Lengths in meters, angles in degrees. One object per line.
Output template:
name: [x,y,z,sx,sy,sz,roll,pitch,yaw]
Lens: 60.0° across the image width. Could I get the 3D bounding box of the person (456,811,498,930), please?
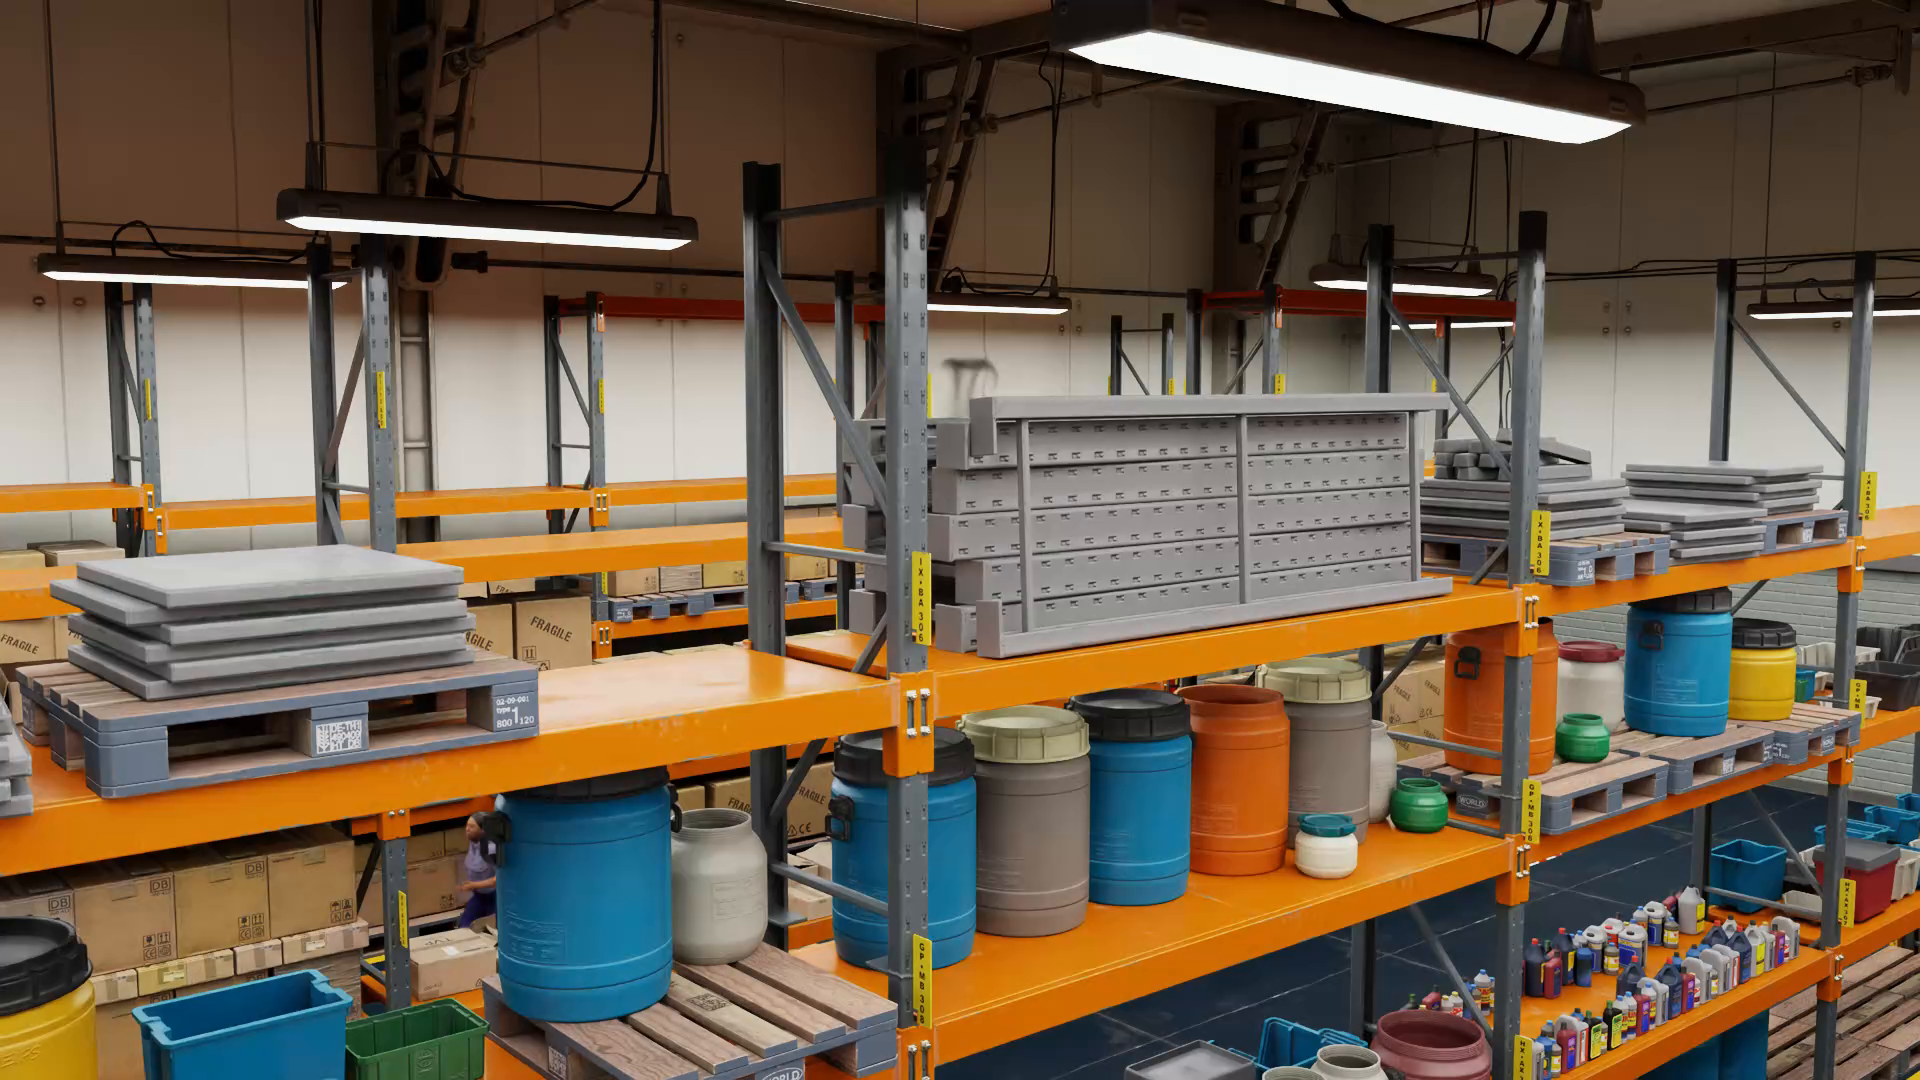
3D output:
person: [-3.940,3.028,13.924,0.571,1.587,0.657,5,7,40]
